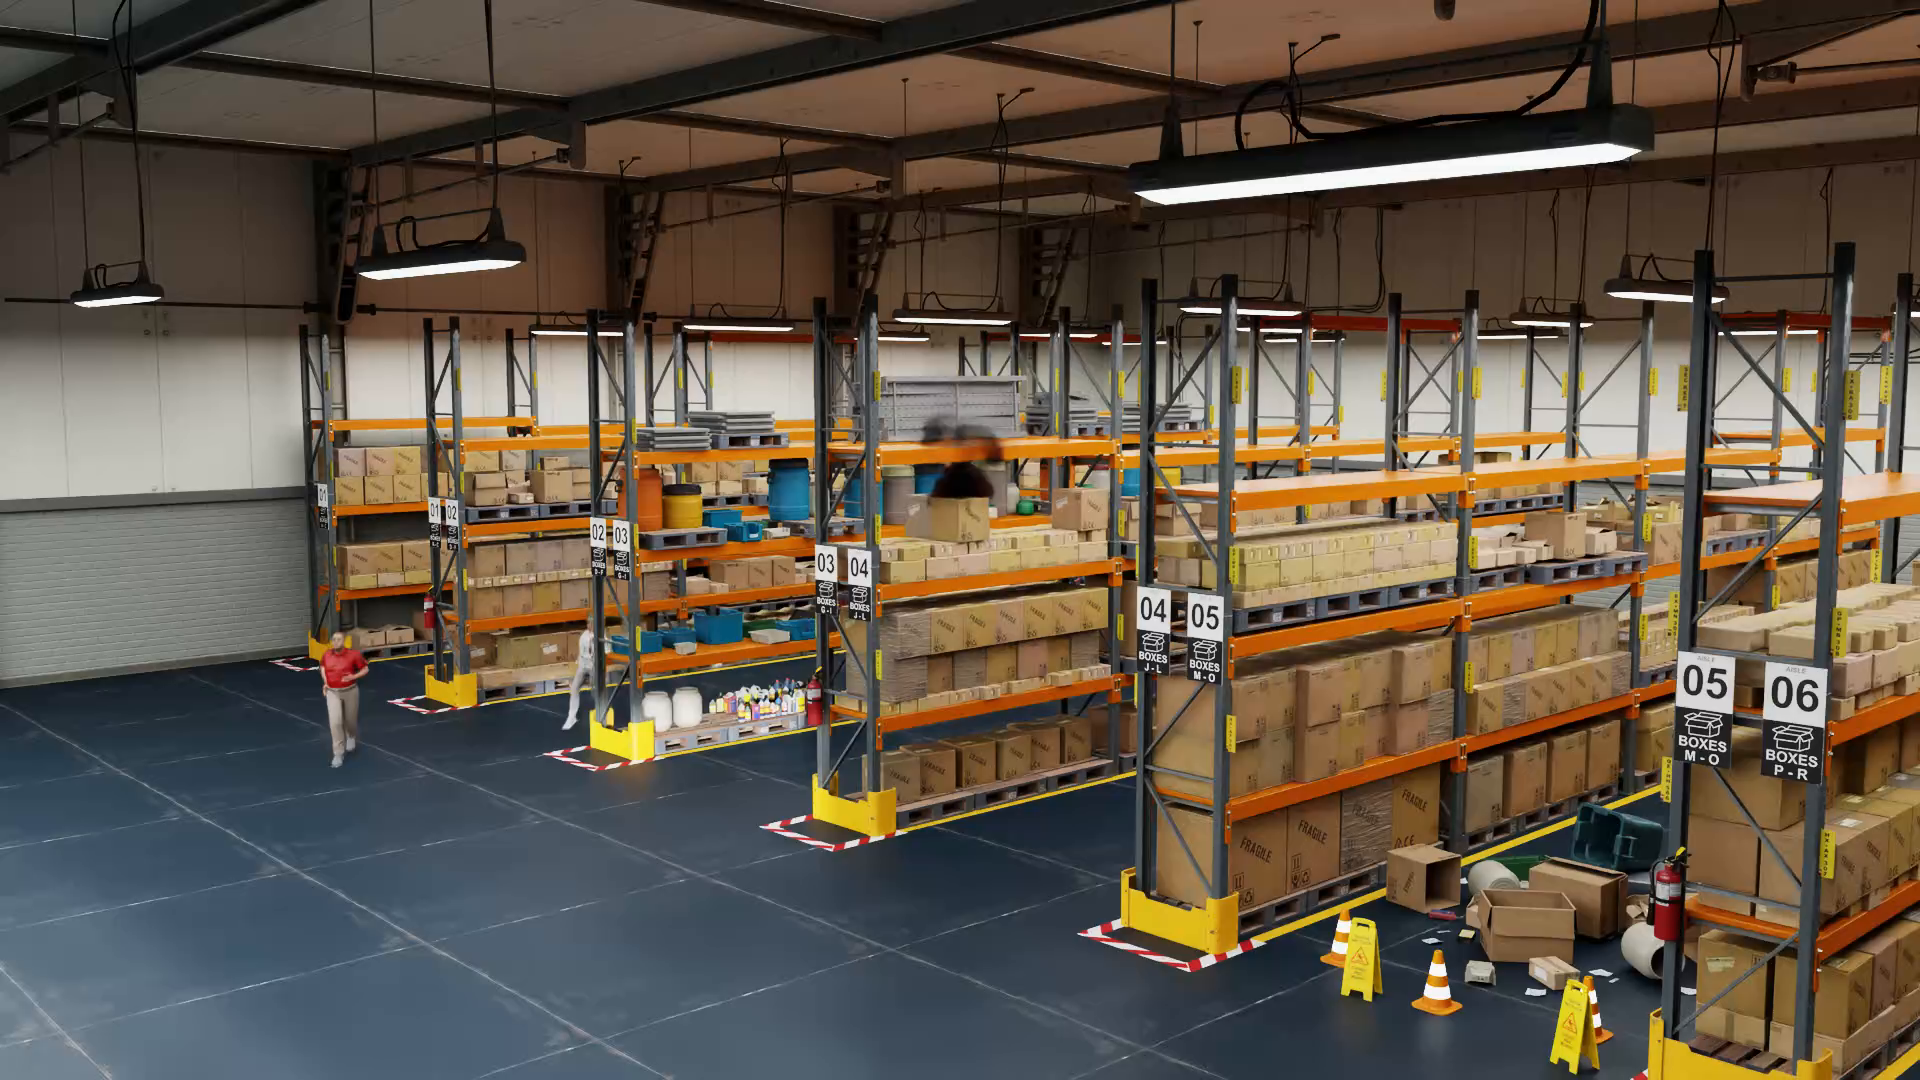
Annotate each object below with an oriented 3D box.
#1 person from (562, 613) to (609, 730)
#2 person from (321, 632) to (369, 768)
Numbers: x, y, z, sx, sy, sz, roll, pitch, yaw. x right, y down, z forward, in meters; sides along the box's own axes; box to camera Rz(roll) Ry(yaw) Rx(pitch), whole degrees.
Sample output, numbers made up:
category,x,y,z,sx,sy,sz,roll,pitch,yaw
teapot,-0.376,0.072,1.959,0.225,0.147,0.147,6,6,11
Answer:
category,x,y,z,sx,sy,sz,roll,pitch,yaw
person,-5.350,1.897,24.258,0.641,1.719,0.865,3,6,27
person,-8.193,2.080,22.135,0.646,1.750,0.912,-1,6,-10
